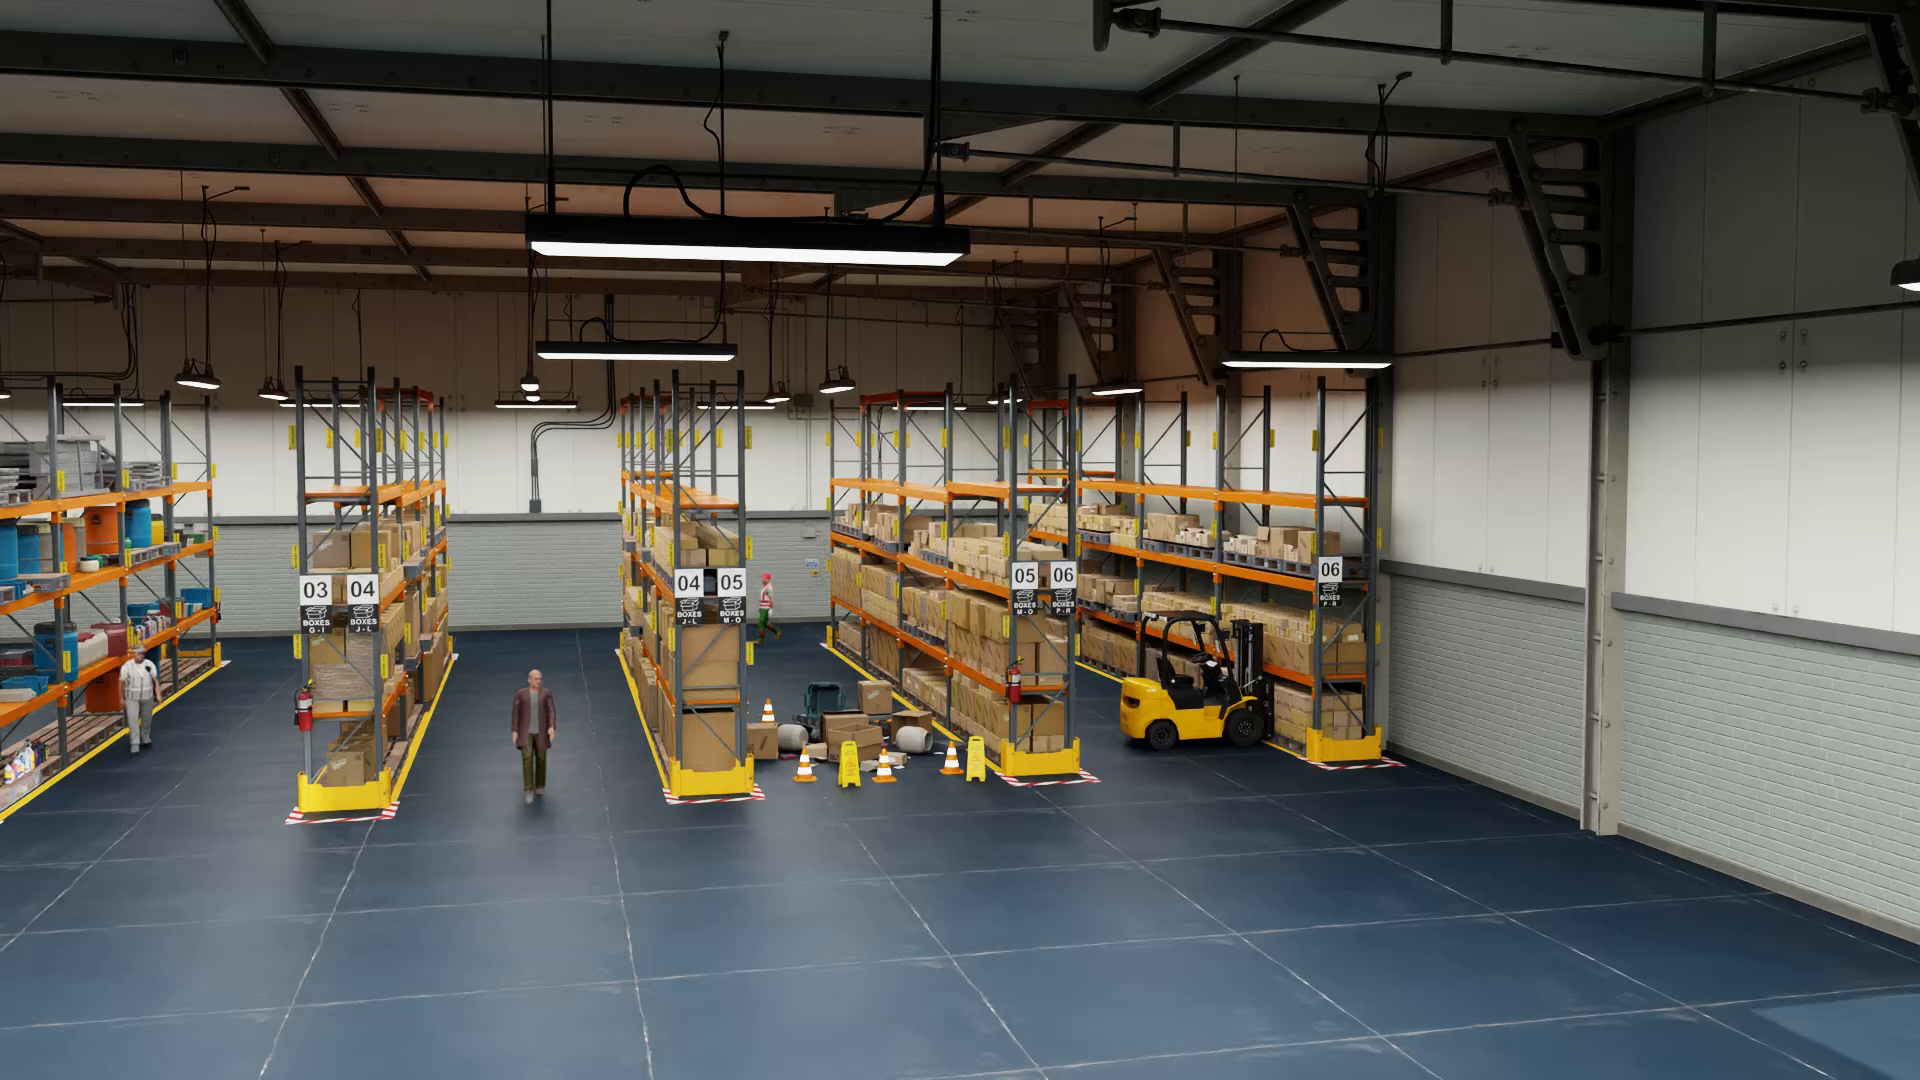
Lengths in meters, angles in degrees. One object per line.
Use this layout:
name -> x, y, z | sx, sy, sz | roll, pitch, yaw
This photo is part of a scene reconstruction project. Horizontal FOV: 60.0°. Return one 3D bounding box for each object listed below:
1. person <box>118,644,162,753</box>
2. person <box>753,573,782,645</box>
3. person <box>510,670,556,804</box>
person -> -13.243, 2.517, 26.850 | 0.617, 1.691, 1.116 | -2, 4, -30
person -> -4.740, 1.681, 40.878 | 0.864, 1.775, 0.589 | -2, 4, -30
person -> -5.963, 2.739, 23.319 | 0.618, 1.792, 0.792 | -1, 4, -21
